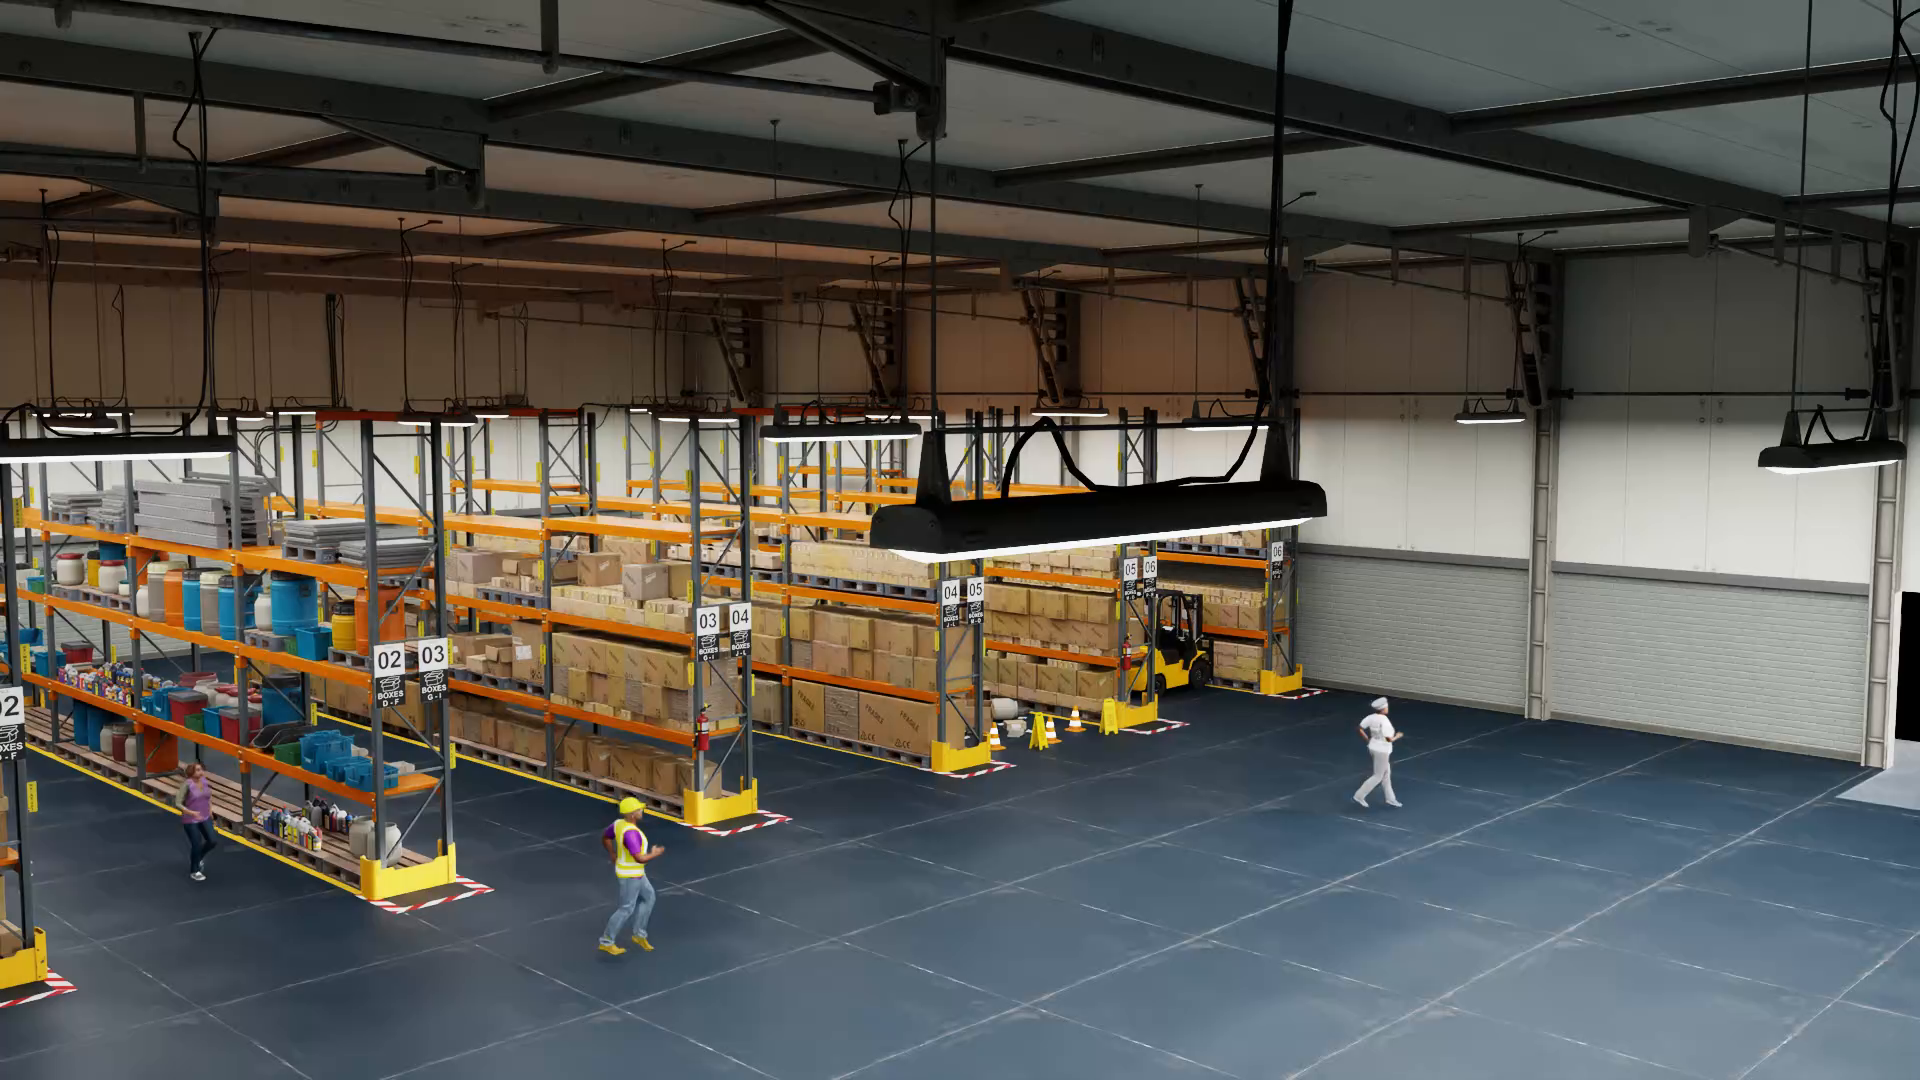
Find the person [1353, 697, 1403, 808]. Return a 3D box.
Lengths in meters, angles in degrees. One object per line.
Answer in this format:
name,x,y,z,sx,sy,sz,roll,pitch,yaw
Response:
person,6.351,3.238,25.191,0.883,1.721,0.574,-1,5,-14

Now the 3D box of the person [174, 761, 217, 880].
person,-9.887,3.642,21.558,0.533,1.563,0.553,3,6,31

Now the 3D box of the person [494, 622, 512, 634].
person,-11.339,1.825,41.388,0.768,1.547,0.533,-5,7,-45

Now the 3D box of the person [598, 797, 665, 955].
person,-3.693,3.796,18.692,0.747,1.831,0.725,-2,5,-17
